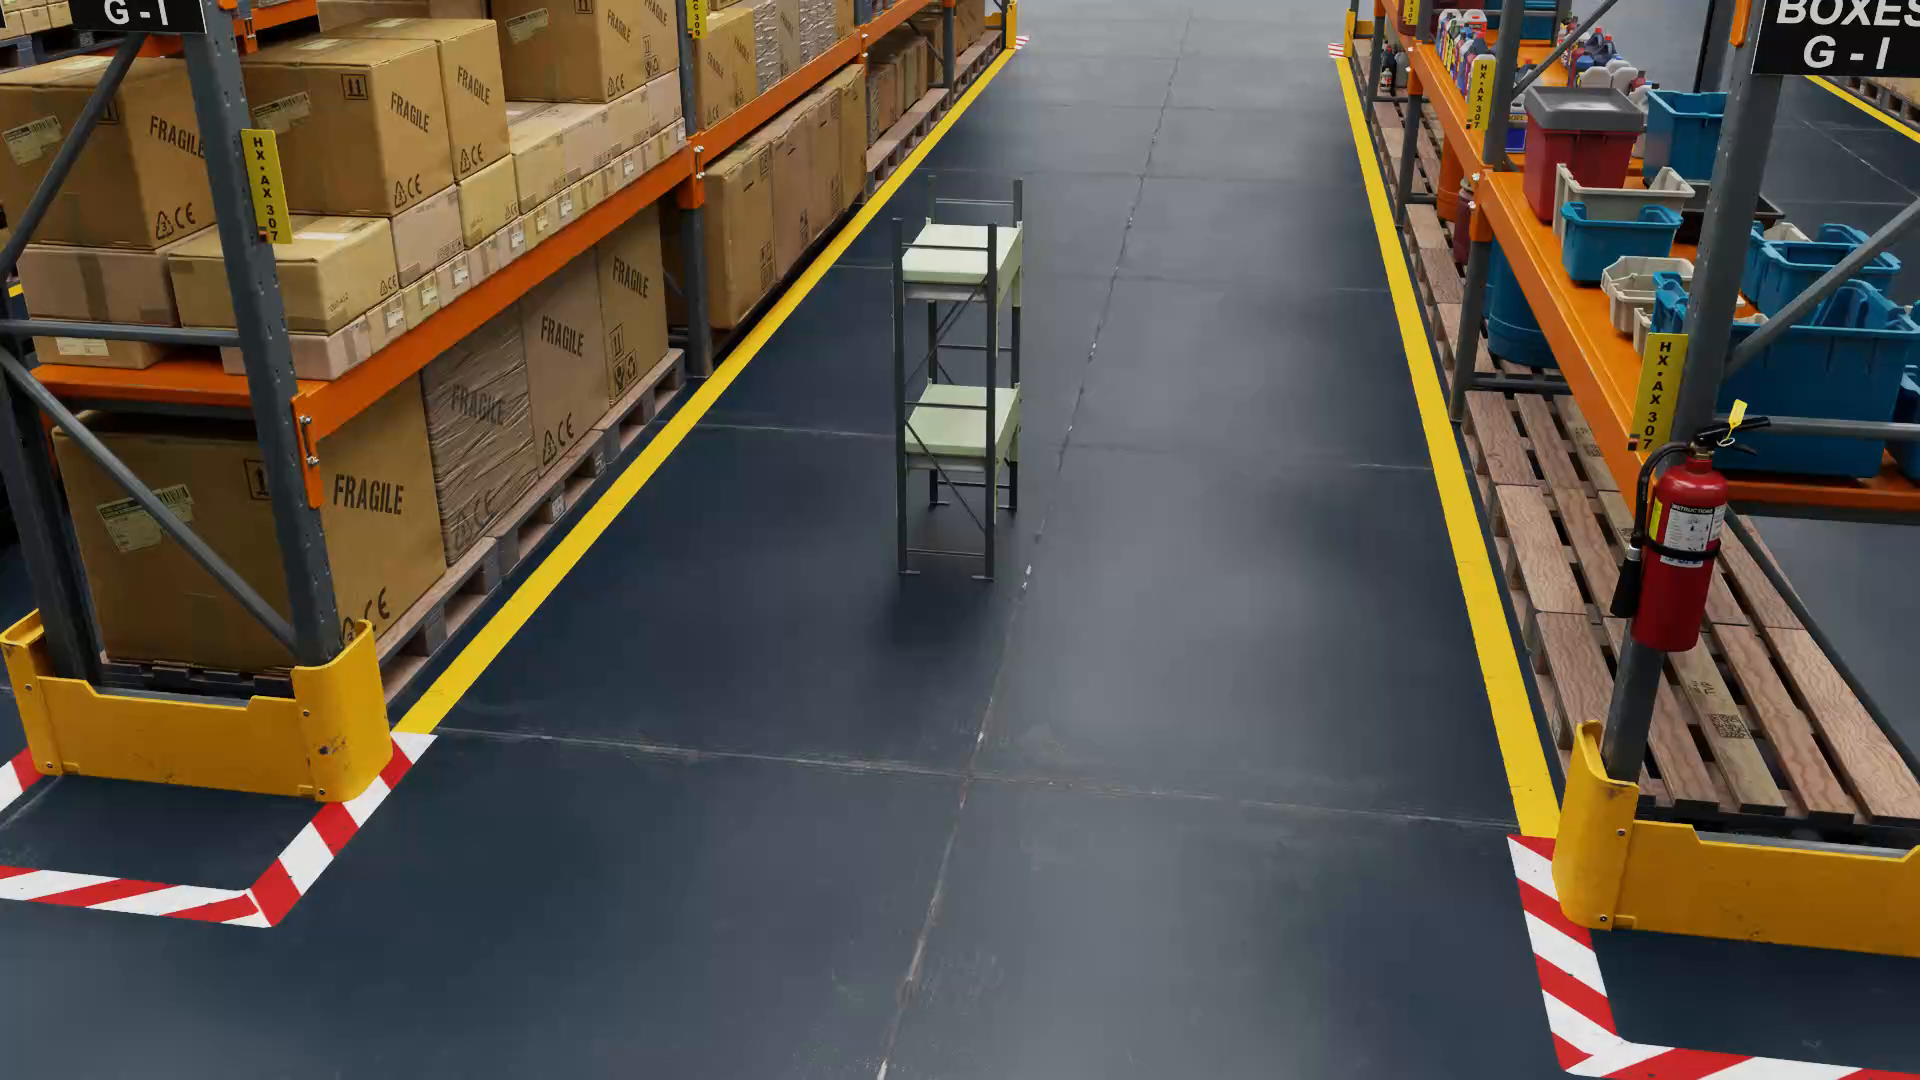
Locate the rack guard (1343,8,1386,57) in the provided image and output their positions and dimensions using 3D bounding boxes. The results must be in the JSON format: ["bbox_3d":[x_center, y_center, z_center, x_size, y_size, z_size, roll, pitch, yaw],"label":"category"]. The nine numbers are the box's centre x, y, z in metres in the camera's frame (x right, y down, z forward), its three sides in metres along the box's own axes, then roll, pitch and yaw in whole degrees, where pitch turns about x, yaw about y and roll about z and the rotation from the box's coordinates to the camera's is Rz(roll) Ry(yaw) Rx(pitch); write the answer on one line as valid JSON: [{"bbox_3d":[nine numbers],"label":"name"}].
[{"bbox_3d":[5.011,-5.800,19.052,1.175,0.500,0.348,4,25,9],"label":"rack guard"}]

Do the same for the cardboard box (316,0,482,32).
[{"bbox_3d":[-2.369,-2.092,7.123,0.500,0.500,0.500,3,25,7],"label":"cardboard box"}]

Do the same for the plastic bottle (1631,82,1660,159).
[{"bbox_3d":[3.400,-2.068,8.188,0.144,0.351,0.185,4,25,9],"label":"plastic bottle"}]

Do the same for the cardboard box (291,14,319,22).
[{"bbox_3d":[-5.614,-4.526,15.539,1.050,0.750,0.750,4,25,9],"label":"cardboard box"}]

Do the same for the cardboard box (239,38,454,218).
[{"bbox_3d":[-2.097,-1.416,5.679,0.500,0.500,0.500,3,25,7],"label":"cardboard box"}]

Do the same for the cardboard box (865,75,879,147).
[{"bbox_3d":[-1.049,-3.546,13.718,0.700,0.500,0.500,2,25,4],"label":"cardboard box"}]

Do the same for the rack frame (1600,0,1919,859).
[{"bbox_3d":[2.363,-0.276,4.301,1.000,3.000,0.127,4,25,9],"label":"rack frame"}]

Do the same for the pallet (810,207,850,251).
[{"bbox_3d":[-1.420,-2.377,12.080,1.003,0.211,1.213,4,25,9],"label":"pallet"}]

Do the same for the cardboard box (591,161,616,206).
[{"bbox_3d":[-1.765,-1.597,7.421,0.380,0.149,0.250,4,25,10],"label":"cardboard box"}]

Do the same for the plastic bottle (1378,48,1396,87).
[{"bbox_3d":[4.145,-4.583,16.109,0.144,0.351,0.185,3,25,7],"label":"plastic bottle"}]

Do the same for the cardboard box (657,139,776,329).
[{"bbox_3d":[-1.785,-1.789,9.544,1.225,0.875,0.875,4,25,9],"label":"cardboard box"}]

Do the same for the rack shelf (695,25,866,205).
[{"bbox_3d":[-1.543,-2.802,10.548,1.077,0.370,4.000,4,25,9],"label":"rack shelf"}]

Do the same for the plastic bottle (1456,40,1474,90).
[{"bbox_3d":[3.054,-2.827,9.897,0.152,0.276,0.135,4,25,9],"label":"plastic bottle"}]

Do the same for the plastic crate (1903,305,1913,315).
[{"bbox_3d":[2.973,-0.676,5.396,0.250,0.136,0.298,4,25,9],"label":"plastic crate"}]

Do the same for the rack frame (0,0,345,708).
[{"bbox_3d":[-2.524,-0.619,5.034,1.000,3.000,0.127,4,25,9],"label":"rack frame"}]

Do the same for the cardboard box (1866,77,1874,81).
[{"bbox_3d":[9.310,-4.732,16.568,0.500,0.250,0.500,4,25,9],"label":"cardboard box"}]

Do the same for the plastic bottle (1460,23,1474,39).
[{"bbox_3d":[3.219,-3.160,10.615,0.097,0.271,0.097,0,25,0],"label":"plastic bottle"}]

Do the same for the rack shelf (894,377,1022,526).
[{"bbox_3d":[0.001,-0.387,7.076,0.431,0.370,0.720,4,25,9],"label":"rack shelf"}]

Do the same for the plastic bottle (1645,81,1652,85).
[{"bbox_3d":[3.574,-2.257,8.686,0.097,0.271,0.097,0,25,0],"label":"plastic bottle"}]

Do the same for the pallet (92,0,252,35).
[{"bbox_3d":[-6.105,-3.958,12.395,1.213,0.211,1.003,4,25,9],"label":"pallet"}]

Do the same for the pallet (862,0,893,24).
[{"bbox_3d":[-1.205,-4.183,12.875,1.213,0.211,1.003,4,25,9],"label":"pallet"}]

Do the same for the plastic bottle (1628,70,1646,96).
[{"bbox_3d":[3.642,-2.391,8.958,0.061,0.283,0.133,4,25,9],"label":"plastic bottle"}]

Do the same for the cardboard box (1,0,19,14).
[{"bbox_3d":[-6.105,-3.347,10.312,0.380,0.149,0.250,3,25,6],"label":"cardboard box"}]

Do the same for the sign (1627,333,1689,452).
[{"bbox_3d":[1.817,-0.381,4.333,0.100,0.325,0.005,4,25,9],"label":"sign"}]

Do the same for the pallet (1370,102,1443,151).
[{"bbox_3d":[4.234,-3.700,14.907,1.003,0.211,1.213,4,25,9],"label":"pallet"}]

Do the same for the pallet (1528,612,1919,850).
[{"bbox_3d":[2.536,0.645,5.623,1.003,0.211,1.213,4,25,9],"label":"pallet"}]

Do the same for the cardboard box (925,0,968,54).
[{"bbox_3d":[-0.212,-5.596,18.120,0.500,0.500,0.500,6,26,13],"label":"cardboard box"}]

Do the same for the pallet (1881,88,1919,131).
[{"bbox_3d":[9.381,-4.017,15.582,1.003,0.211,1.213,4,25,9],"label":"pallet"}]

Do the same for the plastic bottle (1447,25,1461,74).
[{"bbox_3d":[3.100,-3.067,10.402,0.061,0.283,0.133,4,25,9],"label":"plastic bottle"}]

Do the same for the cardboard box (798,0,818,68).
[{"bbox_3d":[-1.222,-3.361,10.774,0.500,0.500,0.500,3,25,7],"label":"cardboard box"}]

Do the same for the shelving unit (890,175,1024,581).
[{"bbox_3d":[0.001,-0.682,6.938,0.431,1.500,0.755,4,25,9],"label":"shelving unit"}]

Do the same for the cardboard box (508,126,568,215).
[{"bbox_3d":[-1.935,-1.514,6.772,0.500,0.250,0.500,4,25,7],"label":"cardboard box"}]

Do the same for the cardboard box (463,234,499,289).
[{"bbox_3d":[-1.974,-1.061,6.274,0.380,0.149,0.250,4,25,7],"label":"cardboard box"}]

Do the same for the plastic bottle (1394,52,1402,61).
[{"bbox_3d":[4.326,-4.630,16.297,0.152,0.276,0.135,4,25,9],"label":"plastic bottle"}]

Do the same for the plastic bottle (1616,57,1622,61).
[{"bbox_3d":[3.703,-2.588,9.393,0.097,0.271,0.097,0,25,0],"label":"plastic bottle"}]

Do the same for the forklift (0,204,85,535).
[{"bbox_3d":[-4.608,-1.467,6.926,1.130,2.935,3.031,3,25,7],"label":"forklift"}]

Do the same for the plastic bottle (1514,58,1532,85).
[{"bbox_3d":[3.016,-2.401,8.899,0.144,0.351,0.185,4,25,9],"label":"plastic bottle"}]

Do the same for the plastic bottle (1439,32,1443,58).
[{"bbox_3d":[3.218,-3.286,10.966,0.097,0.201,0.097,0,25,0],"label":"plastic bottle"}]

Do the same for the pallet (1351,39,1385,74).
[{"bbox_3d":[4.873,-5.330,18.388,1.003,0.211,1.213,4,25,9],"label":"pallet"}]

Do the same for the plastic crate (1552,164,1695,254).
[{"bbox_3d":[2.585,-1.296,6.550,0.437,0.282,0.530,4,25,9],"label":"plastic crate"}]

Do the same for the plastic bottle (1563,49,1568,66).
[{"bbox_3d":[3.934,-3.149,10.673,0.097,0.201,0.097,0,25,0],"label":"plastic bottle"}]

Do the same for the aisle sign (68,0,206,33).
[{"bbox_3d":[-2.240,-1.745,4.374,0.394,0.787,0.004,4,25,9],"label":"aisle sign"}]

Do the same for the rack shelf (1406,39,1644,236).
[{"bbox_3d":[3.343,-2.459,9.814,1.077,0.370,4.000,4,25,9],"label":"rack shelf"}]

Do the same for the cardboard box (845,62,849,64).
[{"bbox_3d":[-1.137,-3.654,13.063,0.500,0.250,0.500,5,26,11],"label":"cardboard box"}]

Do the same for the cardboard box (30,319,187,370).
[{"bbox_3d":[-2.791,-0.677,5.454,0.380,0.149,0.250,5,25,10],"label":"cardboard box"}]

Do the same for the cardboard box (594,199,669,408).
[{"bbox_3d":[-2.057,-1.249,8.391,0.875,0.875,0.875,4,25,9],"label":"cardboard box"}]

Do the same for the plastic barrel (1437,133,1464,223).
[{"bbox_3d":[3.607,-2.623,11.380,0.600,0.830,0.708,4,25,9],"label":"plastic barrel"}]

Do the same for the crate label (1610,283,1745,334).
[{"bbox_3d":[2.400,-0.775,5.609,0.396,0.136,0.243,4,25,9],"label":"crate label"}]

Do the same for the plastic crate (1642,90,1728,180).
[{"bbox_3d":[3.276,-1.750,7.398,0.392,0.384,0.575,4,25,9],"label":"plastic crate"}]
